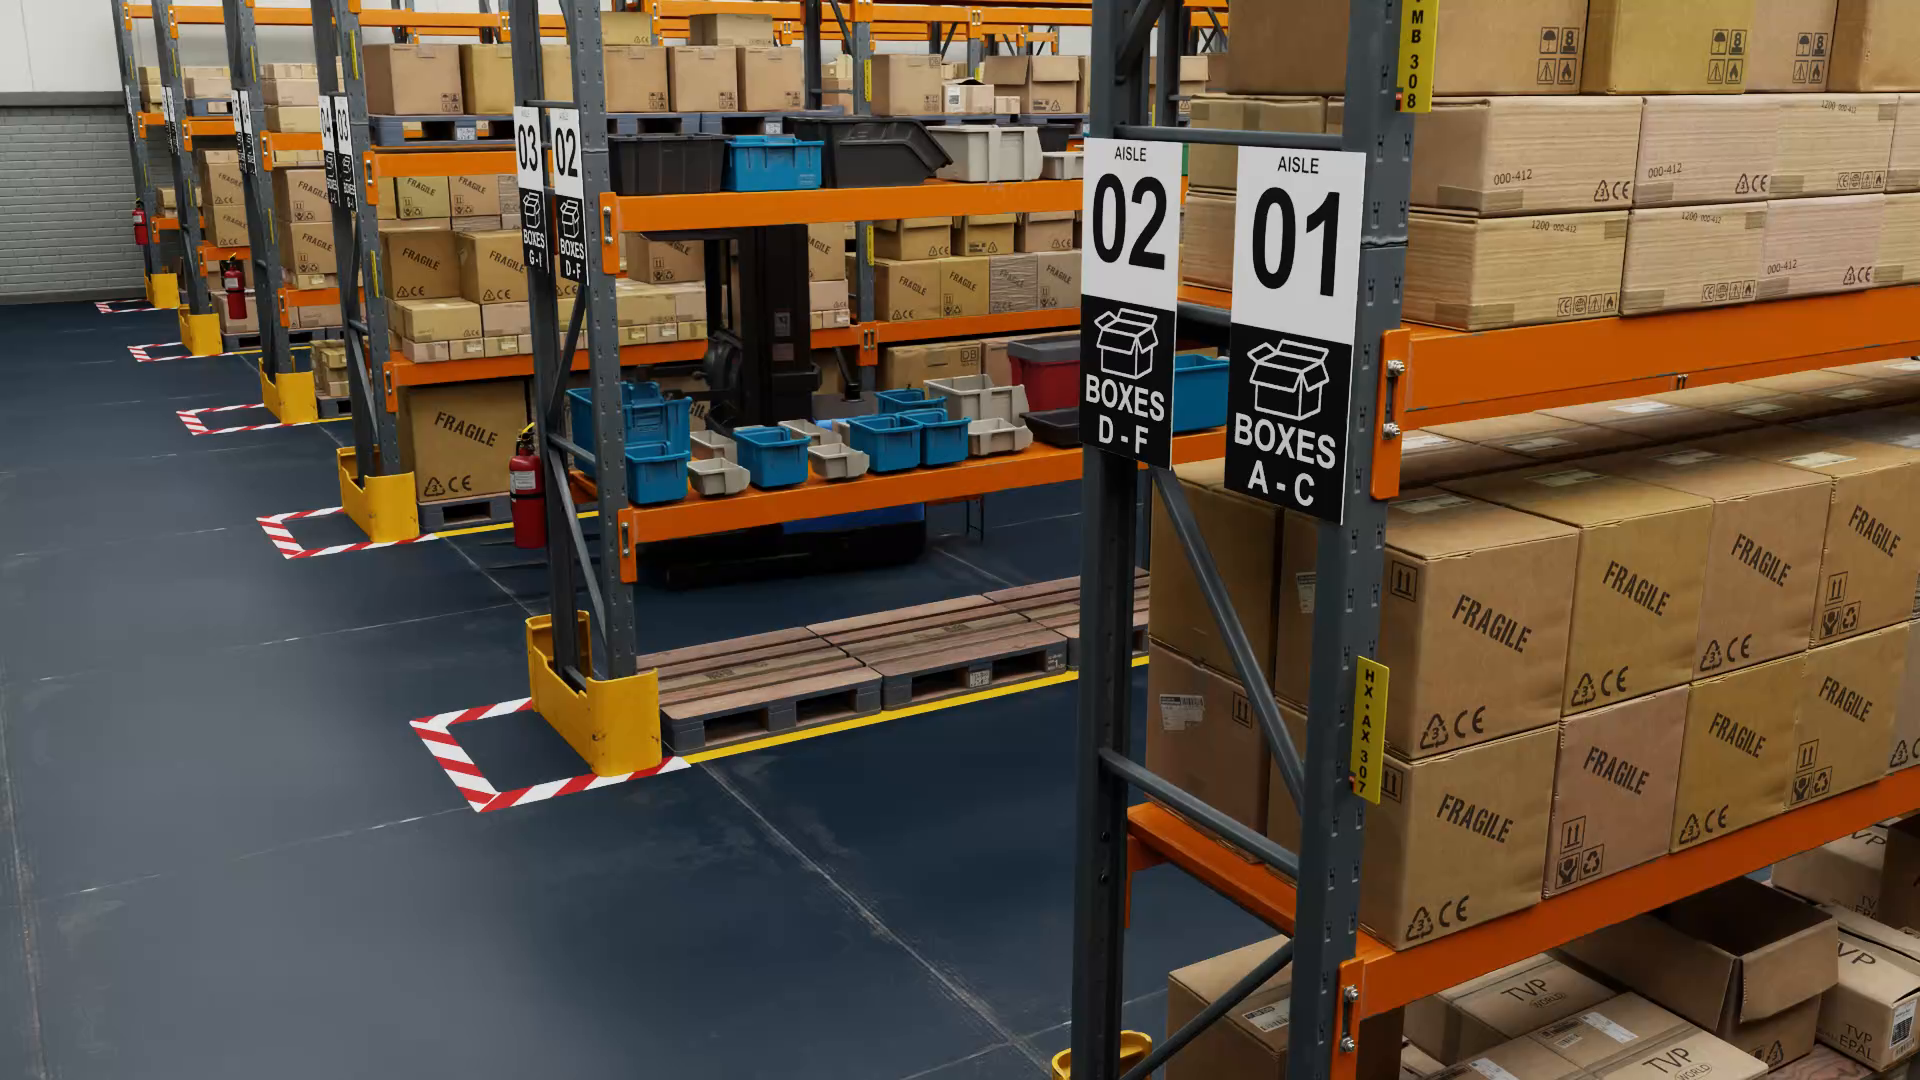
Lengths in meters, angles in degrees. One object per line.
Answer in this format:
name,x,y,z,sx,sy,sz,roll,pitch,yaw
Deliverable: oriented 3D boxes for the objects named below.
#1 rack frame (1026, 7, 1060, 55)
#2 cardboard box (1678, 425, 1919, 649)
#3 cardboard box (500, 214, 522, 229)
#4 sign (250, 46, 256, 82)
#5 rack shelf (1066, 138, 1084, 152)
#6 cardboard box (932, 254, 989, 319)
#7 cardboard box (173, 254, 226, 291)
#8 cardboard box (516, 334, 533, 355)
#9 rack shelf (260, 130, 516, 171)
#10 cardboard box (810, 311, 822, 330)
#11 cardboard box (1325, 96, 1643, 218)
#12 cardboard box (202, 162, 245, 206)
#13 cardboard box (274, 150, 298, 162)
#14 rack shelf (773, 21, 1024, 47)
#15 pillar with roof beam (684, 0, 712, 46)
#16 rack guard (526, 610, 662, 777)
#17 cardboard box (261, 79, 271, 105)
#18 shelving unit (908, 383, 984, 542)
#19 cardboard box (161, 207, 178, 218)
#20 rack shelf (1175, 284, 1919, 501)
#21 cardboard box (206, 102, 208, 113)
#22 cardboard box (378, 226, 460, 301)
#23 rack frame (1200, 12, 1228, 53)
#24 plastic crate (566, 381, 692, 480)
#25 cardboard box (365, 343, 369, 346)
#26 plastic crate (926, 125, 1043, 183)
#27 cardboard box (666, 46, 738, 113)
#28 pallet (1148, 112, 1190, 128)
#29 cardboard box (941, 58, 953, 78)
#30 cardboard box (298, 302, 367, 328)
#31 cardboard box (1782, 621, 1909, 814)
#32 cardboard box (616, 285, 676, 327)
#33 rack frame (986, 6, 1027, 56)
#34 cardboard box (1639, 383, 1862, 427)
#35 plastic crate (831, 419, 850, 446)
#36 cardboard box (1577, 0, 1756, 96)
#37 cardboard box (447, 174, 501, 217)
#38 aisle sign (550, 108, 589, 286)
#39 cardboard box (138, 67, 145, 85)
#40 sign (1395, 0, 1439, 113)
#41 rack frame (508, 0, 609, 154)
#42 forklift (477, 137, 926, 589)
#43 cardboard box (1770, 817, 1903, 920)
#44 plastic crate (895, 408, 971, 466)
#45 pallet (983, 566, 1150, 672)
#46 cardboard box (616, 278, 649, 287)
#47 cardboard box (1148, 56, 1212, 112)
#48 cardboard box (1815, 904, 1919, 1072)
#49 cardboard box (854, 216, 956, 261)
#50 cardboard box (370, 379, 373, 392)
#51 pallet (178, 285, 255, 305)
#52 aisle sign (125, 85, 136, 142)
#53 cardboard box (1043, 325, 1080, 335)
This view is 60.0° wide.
rack frame,1.587,-10.129,31.871,0.127,3.000,1.000,-9,18,-30
cardboard box,2.461,-0.027,4.910,0.500,0.500,0.500,-9,18,-30
cardboard box,-4.645,-3.211,17.570,0.500,0.500,0.500,-9,18,-30
sign,-6.653,-4.476,15.645,0.005,0.325,0.100,-9,18,-30
rack shelf,0.679,-3.507,15.139,4.000,0.370,1.077,-9,18,-30
cardboard box,-0.082,-2.256,14.714,0.500,0.500,0.500,-9,18,-30
cardboard box,-11.555,-4.079,25.251,0.637,0.503,0.797,-10,19,-32
cardboard box,-3.329,-1.535,12.795,0.250,0.149,0.380,-10,18,-31
rack shelf,-5.218,-4.113,17.300,4.000,0.370,1.077,-9,18,-30
cardboard box,-1.349,-1.856,13.939,0.250,0.149,0.380,-9,18,-29
cardboard box,1.209,-0.907,3.881,0.500,0.250,0.500,-9,18,-30
cardboard box,-9.010,-4.398,20.506,0.500,0.500,0.500,-10,18,-31
cardboard box,-8.435,-4.798,20.731,0.250,0.149,0.380,-10,18,-32
rack shelf,-0.996,-7.608,24.951,4.000,0.370,1.077,-9,18,-30
pillar with roof beam,-2.400,-8.410,25.741,0.400,9.000,9.100,-9,18,-30
rack guard,-1.928,0.781,8.698,0.348,0.500,1.175,-9,18,-30
cardboard box,-6.668,-4.473,16.602,0.500,0.250,0.500,-10,18,-31
shelving unit,-0.100,-0.557,12.174,0.503,1.200,0.258,-9,18,-28
cardboard box,-11.705,-4.877,24.717,0.250,0.149,0.380,-9,18,-30
rack shelf,2.349,-0.659,4.977,4.000,0.370,1.077,-9,18,-30
cardboard box,-11.295,-6.404,24.606,0.250,0.149,0.380,-9,18,-29
cardboard box,-4.182,-2.136,12.809,0.500,0.500,0.500,-9,18,-29
rack frame,4.147,-8.981,27.776,0.127,3.000,1.000,-9,18,-30
plastic crate,-1.723,-0.565,8.691,0.499,0.435,0.616,-9,18,-30
cardboard box,-6.134,-1.913,17.079,0.250,0.149,0.380,-9,18,-29
plastic crate,0.145,-2.053,8.839,0.530,0.282,0.437,-9,18,-30
cardboard box,-2.139,-3.678,13.266,0.500,0.500,0.700,-8,18,-27
pallet,1.868,-3.939,15.696,1.003,0.211,1.213,-8,18,-27
cardboard box,-0.288,-5.594,19.646,0.258,0.266,0.396,-9,18,-30
cardboard box,-8.274,-3.081,21.811,0.875,0.438,0.875,-9,18,-28
cardboard box,2.451,0.457,5.036,0.500,0.500,0.500,-9,18,-29
cardboard box,-2.595,-1.867,13.239,0.500,0.250,0.500,-10,18,-31
rack frame,0.718,-8.425,25.792,0.127,3.000,1.000,-9,18,-30
cardboard box,2.631,-0.225,5.616,0.500,0.500,0.500,-10,18,-31
plastic crate,-0.582,-0.613,9.417,0.250,0.136,0.298,-9,18,-30
cardboard box,1.538,-1.382,4.186,0.500,0.500,0.700,-9,18,-30
cardboard box,-5.089,-3.621,17.181,0.500,0.500,0.500,-10,18,-31
aisle sign,-1.822,-1.602,7.752,0.004,0.787,0.394,-9,18,-30
cardboard box,-11.890,-6.898,24.705,0.500,0.250,0.500,-10,18,-31
sign,0.914,-1.022,3.323,0.005,0.325,0.100,-9,18,-30
rack frame,-1.914,-3.318,7.574,0.127,3.000,1.000,-9,18,-30
forklift,-1.812,-1.241,11.406,3.031,2.935,1.130,-6,17,-20
cardboard box,3.592,1.252,6.551,0.500,0.311,0.500,-9,18,-30
plastic crate,-0.147,-0.560,9.051,0.300,0.233,0.416,-9,18,-30
pallet,0.905,0.469,10.347,1.213,0.211,1.003,-9,18,-30
cardboard box,-2.870,-1.989,13.676,0.500,0.250,0.500,-9,18,-30
cardboard box,1.907,-4.282,15.601,0.637,0.503,0.797,-8,18,-26
cardboard box,3.078,1.493,5.692,0.500,0.311,0.500,-9,18,-30
cardboard box,-0.492,-2.753,14.630,0.637,0.503,0.797,-10,18,-31
cardboard box,-6.136,-1.620,17.137,0.250,0.149,0.380,-9,18,-30
pallet,-11.380,-3.795,25.556,1.213,0.211,1.003,-9,18,-30
aisle sign,-12.035,-6.190,24.119,0.004,0.787,0.394,-9,18,-30
cardboard box,1.023,-1.653,15.908,0.875,0.875,1.225,-9,18,-30
